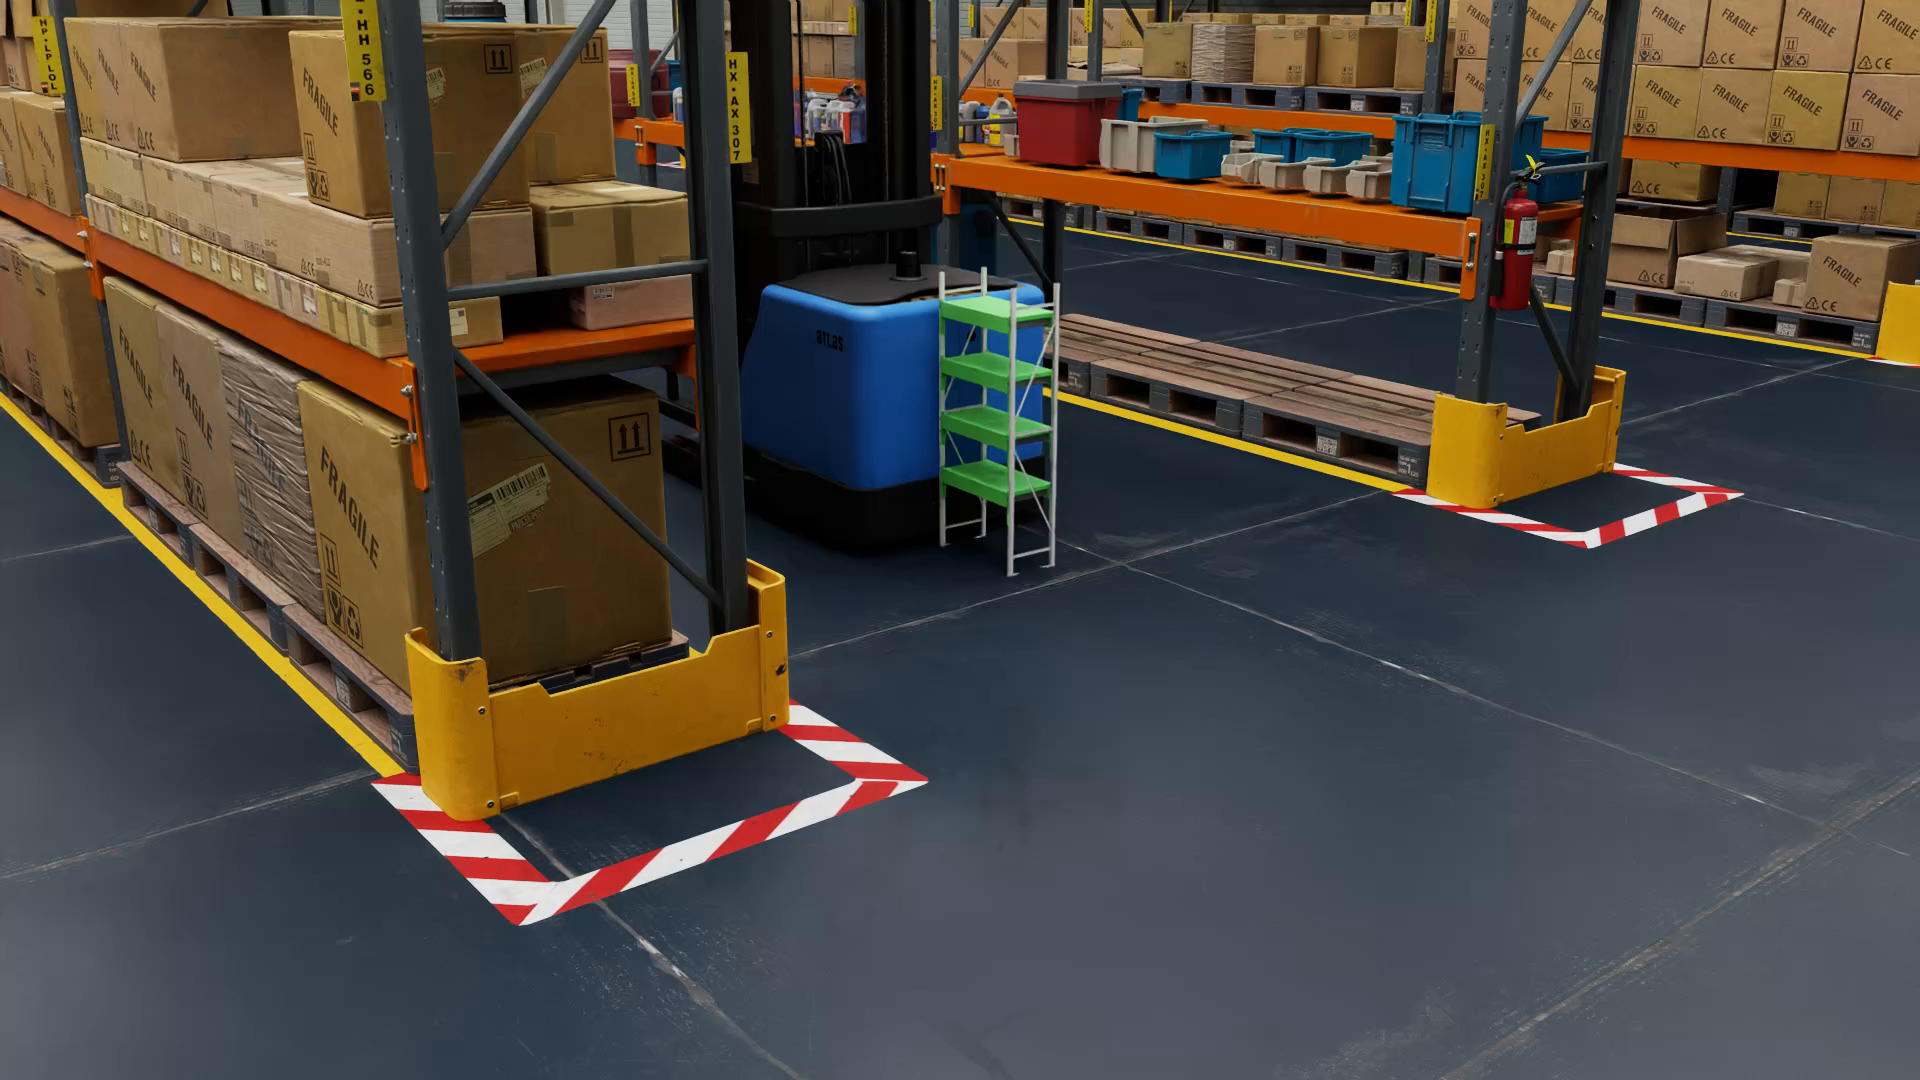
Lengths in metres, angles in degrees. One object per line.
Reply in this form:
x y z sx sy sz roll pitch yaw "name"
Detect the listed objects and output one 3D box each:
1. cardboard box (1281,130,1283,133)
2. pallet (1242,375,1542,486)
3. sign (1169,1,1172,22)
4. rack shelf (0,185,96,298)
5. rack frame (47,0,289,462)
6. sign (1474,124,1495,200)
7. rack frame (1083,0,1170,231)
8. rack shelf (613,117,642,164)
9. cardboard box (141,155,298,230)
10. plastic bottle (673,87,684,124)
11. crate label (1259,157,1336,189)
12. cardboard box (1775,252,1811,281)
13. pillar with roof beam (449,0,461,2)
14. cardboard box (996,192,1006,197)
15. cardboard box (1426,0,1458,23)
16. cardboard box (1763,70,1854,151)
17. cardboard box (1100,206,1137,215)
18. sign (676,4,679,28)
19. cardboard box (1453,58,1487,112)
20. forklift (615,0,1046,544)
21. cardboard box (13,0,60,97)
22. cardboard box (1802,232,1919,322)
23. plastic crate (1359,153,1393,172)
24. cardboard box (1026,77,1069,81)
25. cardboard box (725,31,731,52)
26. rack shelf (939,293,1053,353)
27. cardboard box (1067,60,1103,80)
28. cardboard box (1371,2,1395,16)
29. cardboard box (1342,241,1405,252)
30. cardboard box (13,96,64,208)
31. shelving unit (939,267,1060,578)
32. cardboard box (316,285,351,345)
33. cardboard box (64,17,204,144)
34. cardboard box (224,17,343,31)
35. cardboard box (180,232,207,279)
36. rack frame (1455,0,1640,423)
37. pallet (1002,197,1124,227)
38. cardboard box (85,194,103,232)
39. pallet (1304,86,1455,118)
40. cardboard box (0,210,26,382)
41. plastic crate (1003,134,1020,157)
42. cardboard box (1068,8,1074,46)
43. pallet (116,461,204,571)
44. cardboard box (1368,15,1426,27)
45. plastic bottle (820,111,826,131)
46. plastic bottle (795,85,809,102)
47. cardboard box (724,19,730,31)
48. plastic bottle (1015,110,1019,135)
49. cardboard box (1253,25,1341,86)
4.514 -5.080 21.209 0.700 0.500 0.500 -14 23 -36 "cardboard box"
2.281 -0.606 8.857 1.003 0.211 1.213 -14 23 -36 "pallet"
2.100 -5.277 16.810 0.100 0.325 0.005 -14 23 -36 "sign"
-4.846 -1.889 9.441 1.077 0.370 4.000 -14 23 -36 "rack shelf"
-3.604 -1.738 7.840 1.000 3.000 0.127 -14 23 -36 "rack frame"
2.341 -1.685 7.420 0.100 0.325 0.005 -14 23 -36 "sign"
1.680 -4.656 16.652 1.000 3.000 0.127 -14 23 -36 "rack frame"
-3.447 -3.842 15.337 1.077 0.370 4.000 -14 23 -36 "rack shelf"
-2.887 -1.391 6.557 0.500 0.250 0.500 -13 23 -35 "cardboard box"
-2.190 -3.462 13.242 0.152 0.276 0.135 -14 23 -36 "plastic bottle"
1.753 -1.926 8.731 0.396 0.136 0.243 -14 23 -36 "crate label"
6.222 -1.901 12.006 0.500 0.250 0.500 -14 23 -36 "cardboard box"
-16.569 -15.513 39.897 9.100 9.000 0.400 -14 23 -36 "pillar with roof beam"
0.530 -3.883 18.024 0.500 0.250 0.500 -13 23 -35 "cardboard box"
5.659 -6.009 18.880 0.500 0.250 0.500 -13 23 -35 "cardboard box"
5.831 -2.917 11.240 0.500 0.500 0.500 -14 23 -36 "cardboard box"
1.739 -3.510 16.469 0.500 0.500 0.500 -13 22 -34 "cardboard box"
-3.726 -6.969 22.134 0.100 0.325 0.005 -14 23 -36 "sign"
4.267 -3.539 13.120 0.500 0.500 0.500 -13 22 -35 "cardboard box"
-0.880 -1.775 8.059 1.130 2.935 3.031 -13 22 -34 "forklift"
-4.424 -2.589 8.654 0.797 0.503 0.637 -14 23 -36 "cardboard box"
6.117 -1.793 11.282 0.500 0.500 0.500 -14 23 -36 "cardboard box"
2.312 -2.010 8.984 0.250 0.136 0.298 -14 23 -36 "plastic crate"
0.905 -4.705 17.198 0.380 0.149 0.250 -14 23 -36 "cardboard box"
-2.677 -6.429 21.847 0.700 0.500 0.500 -13 22 -35 "cardboard box"
0.156 -0.895 6.833 0.258 0.148 0.480 -13 22 -34 "rack shelf"
1.277 -4.872 17.446 0.500 0.311 0.500 -14 23 -37 "cardboard box"
5.112 -6.344 19.858 0.250 0.149 0.380 16 24 39 "cardboard box"
3.633 -2.758 14.198 0.500 0.500 0.500 -14 23 -36 "cardboard box"
-4.410 -1.971 8.383 0.500 0.500 0.500 -13 22 -34 "cardboard box"
0.156 -0.500 6.964 0.258 1.200 0.503 -13 22 -34 "shelving unit"
-1.762 -0.720 5.166 0.380 0.149 0.250 -14 23 -36 "cardboard box"
-3.507 -1.996 7.191 0.500 0.500 0.500 -14 23 -36 "cardboard box"
-2.801 -1.979 7.139 0.500 0.500 0.500 -14 23 -36 "cardboard box"
-2.712 -1.097 6.304 0.380 0.149 0.250 -15 23 -38 "cardboard box"
2.762 -1.719 7.782 1.000 3.000 0.127 -14 23 -36 "rack frame"
1.200 -3.543 17.726 1.003 0.211 1.213 -14 23 -36 "pallet"
-3.681 -1.481 7.463 0.380 0.149 0.250 -14 23 -36 "cardboard box"
3.753 -3.798 14.365 1.003 0.211 1.213 -14 23 -36 "pallet"
-5.128 -1.519 9.890 1.225 0.875 0.875 -14 23 -36 "cardboard box"
0.456 -2.465 10.360 0.396 0.136 0.243 -14 23 -36 "plastic crate"
1.600 -7.336 23.759 0.500 0.500 0.500 -13 22 -34 "cardboard box"
-3.193 -0.212 7.666 1.003 0.211 1.213 -14 23 -36 "pallet"
5.261 -5.994 19.834 0.500 0.500 0.700 17 25 42 "cardboard box"
-0.936 -2.915 11.710 0.097 0.201 0.097 0 18 0 "plastic bottle"
-1.197 -3.178 12.267 0.144 0.351 0.185 -14 23 -36 "plastic bottle"
-2.892 -6.718 21.688 0.380 0.149 0.250 -14 23 -36 "cardboard box"
0.385 -2.823 11.302 0.061 0.283 0.133 -14 23 -36 "plastic bottle"
3.019 -4.341 14.872 0.500 0.500 0.700 13 23 35 "cardboard box"
